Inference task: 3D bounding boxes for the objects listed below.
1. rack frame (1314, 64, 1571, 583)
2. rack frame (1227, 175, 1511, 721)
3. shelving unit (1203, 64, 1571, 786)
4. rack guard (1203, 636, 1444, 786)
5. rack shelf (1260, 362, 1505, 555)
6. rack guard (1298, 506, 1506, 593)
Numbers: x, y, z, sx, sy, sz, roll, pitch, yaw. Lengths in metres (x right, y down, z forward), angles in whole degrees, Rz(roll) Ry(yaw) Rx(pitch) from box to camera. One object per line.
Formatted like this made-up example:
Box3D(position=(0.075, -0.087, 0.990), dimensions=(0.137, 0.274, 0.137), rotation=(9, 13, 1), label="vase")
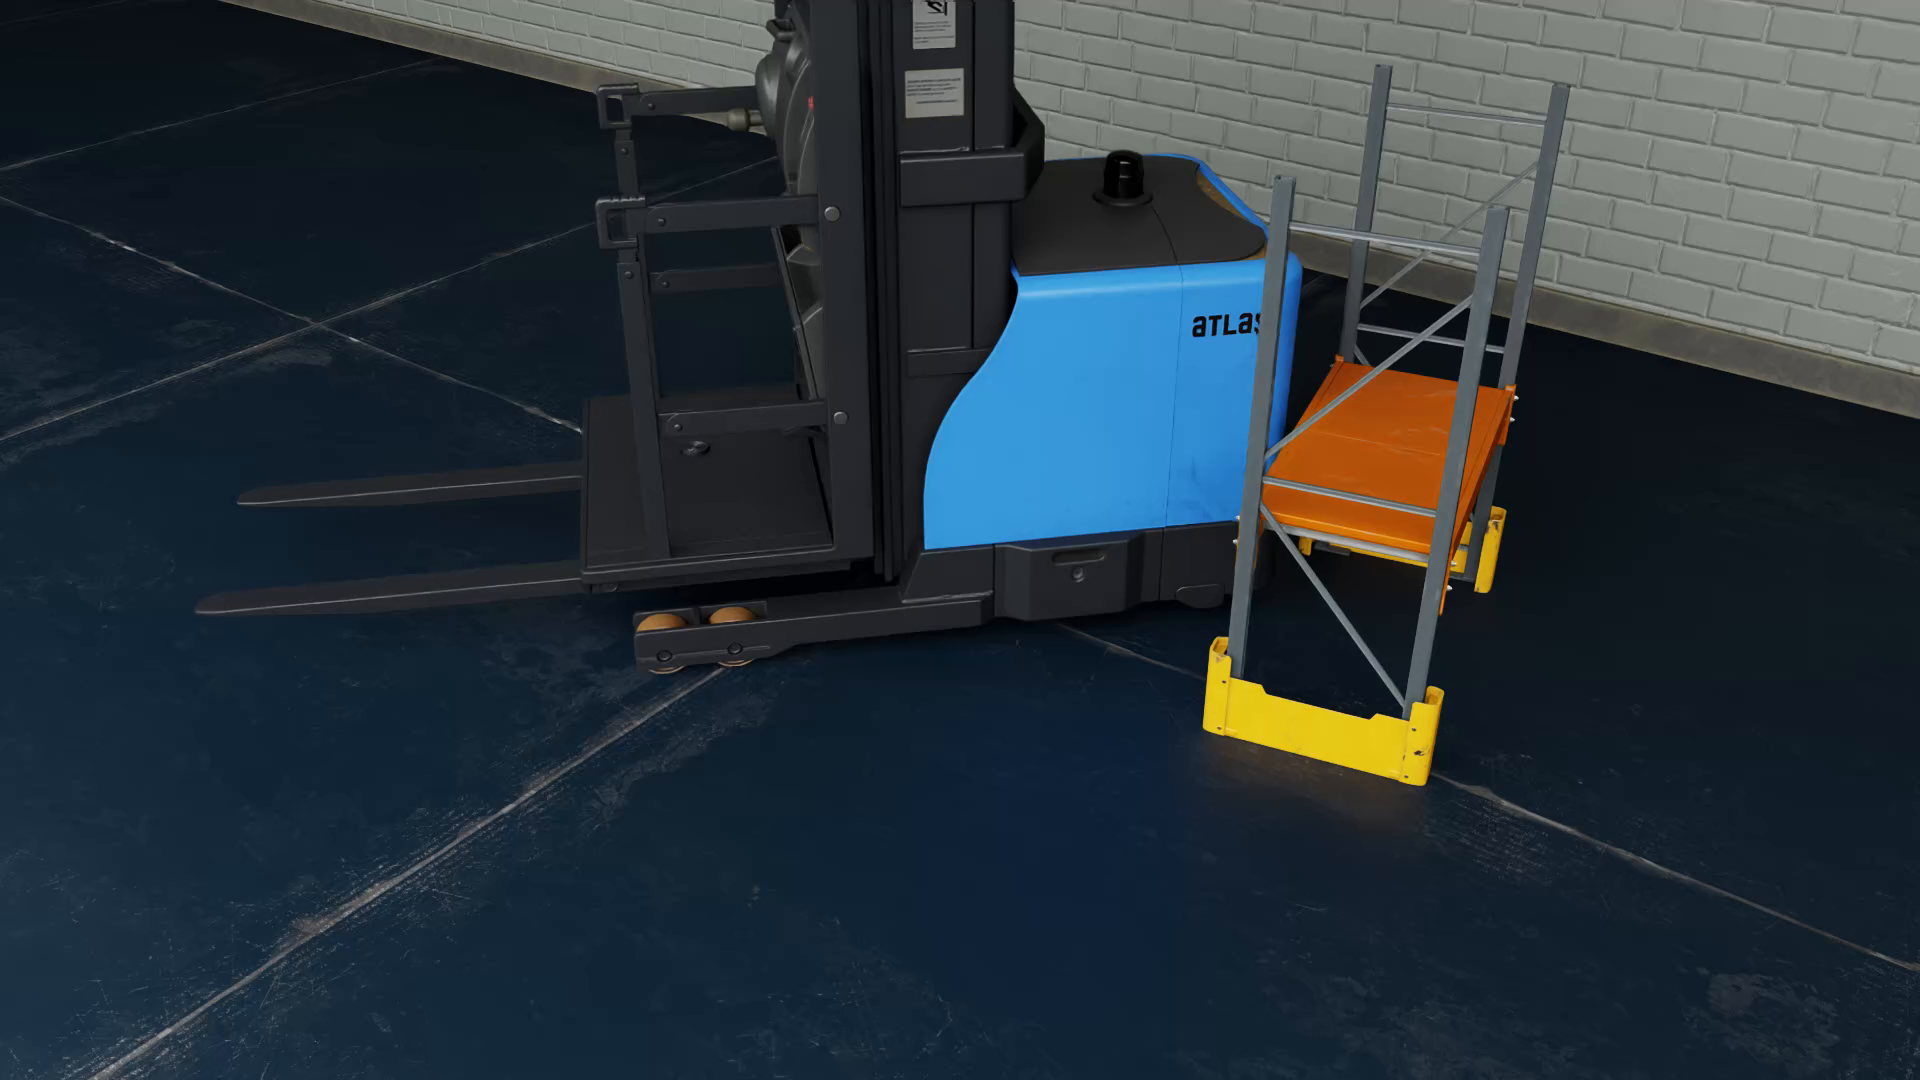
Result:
Box3D(position=(1.341, -0.573, 4.746), dimensions=(0.500, 1.500, 0.032), rotation=(13, 33, 21), label="rack frame")
Box3D(position=(0.922, -0.101, 3.949), dimensions=(0.500, 1.500, 0.032), rotation=(13, 33, 21), label="rack frame")
Box3D(position=(1.128, -0.333, 4.340), dimensions=(0.587, 1.500, 1.083), rotation=(13, 33, 21), label="shelving unit")
Box3D(position=(0.922, 0.436, 4.269), dimensions=(0.587, 0.250, 0.087), rotation=(13, 33, 21), label="rack guard")
Box3D(position=(1.131, -0.240, 4.405), dimensions=(0.459, 0.026, 0.952), rotation=(13, 33, 21), label="rack shelf")
Box3D(position=(1.333, -0.026, 5.049), dimensions=(0.587, 0.250, 0.087), rotation=(13, 33, 21), label="rack guard")
